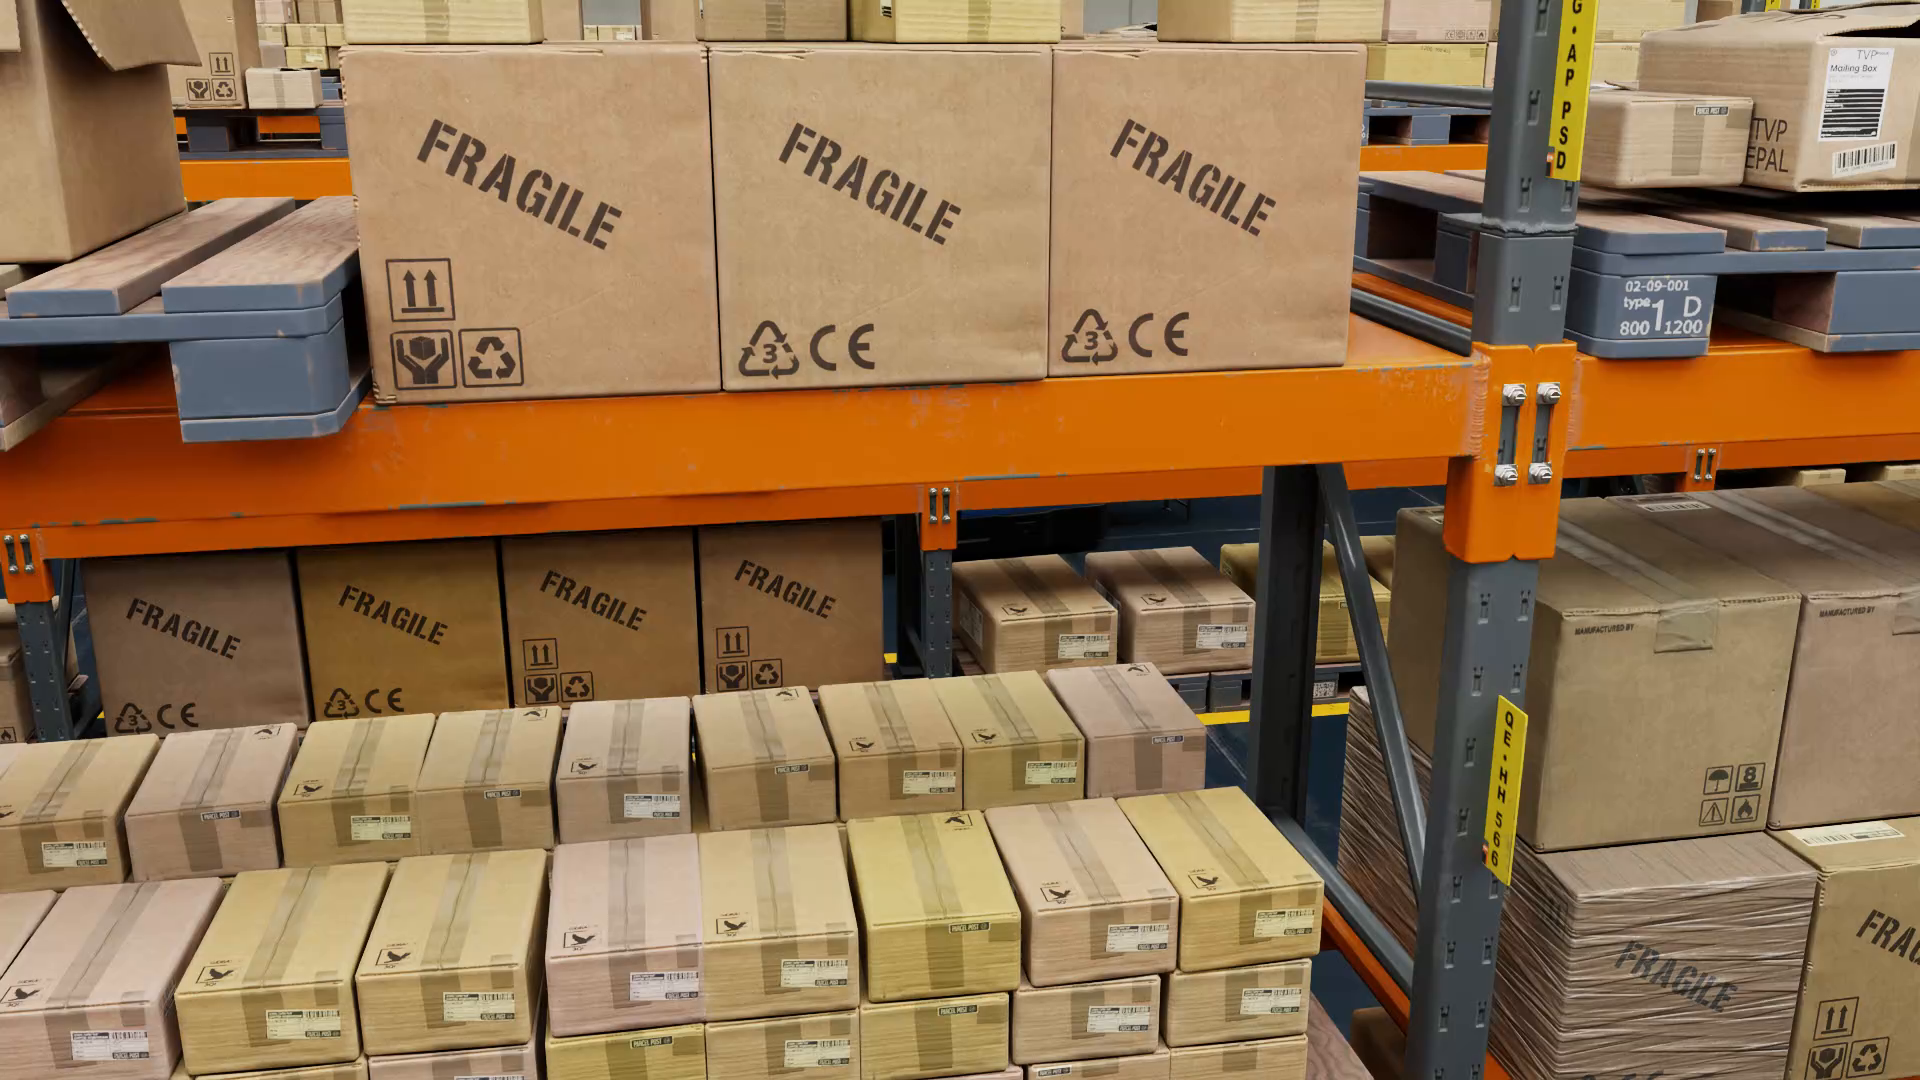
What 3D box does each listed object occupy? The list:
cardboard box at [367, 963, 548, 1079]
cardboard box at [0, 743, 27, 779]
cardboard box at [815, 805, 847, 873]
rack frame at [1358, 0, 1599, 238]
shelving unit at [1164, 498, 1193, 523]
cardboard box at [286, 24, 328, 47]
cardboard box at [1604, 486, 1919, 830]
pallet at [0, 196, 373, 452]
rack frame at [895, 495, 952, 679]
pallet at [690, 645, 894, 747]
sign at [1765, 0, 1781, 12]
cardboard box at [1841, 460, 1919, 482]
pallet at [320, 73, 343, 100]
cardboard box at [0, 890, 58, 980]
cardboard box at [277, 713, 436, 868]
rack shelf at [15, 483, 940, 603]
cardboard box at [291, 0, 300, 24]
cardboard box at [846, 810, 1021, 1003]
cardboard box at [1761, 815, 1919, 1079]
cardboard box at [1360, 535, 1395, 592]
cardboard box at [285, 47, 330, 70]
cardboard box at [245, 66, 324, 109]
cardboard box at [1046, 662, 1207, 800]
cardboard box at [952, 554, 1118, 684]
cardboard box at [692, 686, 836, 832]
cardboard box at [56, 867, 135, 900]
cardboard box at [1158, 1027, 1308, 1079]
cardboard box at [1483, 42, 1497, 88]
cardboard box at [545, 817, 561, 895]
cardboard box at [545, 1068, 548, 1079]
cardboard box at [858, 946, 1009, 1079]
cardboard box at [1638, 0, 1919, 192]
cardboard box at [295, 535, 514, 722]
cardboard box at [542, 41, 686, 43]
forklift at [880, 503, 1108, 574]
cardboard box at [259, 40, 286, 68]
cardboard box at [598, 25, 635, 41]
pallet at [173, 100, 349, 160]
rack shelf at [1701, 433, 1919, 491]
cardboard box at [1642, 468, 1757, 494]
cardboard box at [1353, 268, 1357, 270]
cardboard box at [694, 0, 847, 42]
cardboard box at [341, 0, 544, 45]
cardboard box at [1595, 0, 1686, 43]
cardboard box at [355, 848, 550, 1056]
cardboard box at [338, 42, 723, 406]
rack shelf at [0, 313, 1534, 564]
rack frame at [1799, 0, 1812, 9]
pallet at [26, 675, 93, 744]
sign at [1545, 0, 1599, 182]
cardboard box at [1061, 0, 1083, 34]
[{"bbox_3d":[-0.820,0.809,2.774,0.250,0.149,0.380,-3,17,-9],"label":"cardboard box"},{"bbox_3d":[-1.950,0.536,3.156,0.250,0.149,0.380,-3,17,-11],"label":"cardboard box"},{"bbox_3d":[-0.195,0.579,3.525,0.250,0.149,0.380,-4,17,-12],"label":"cardboard box"},{"bbox_3d":[0.845,-2.067,2.714,0.127,3.000,1.000,-3,17,-10],"label":"rack frame"},{"bbox_3d":[1.210,-0.858,11.552,0.755,1.500,0.431,-6,18,-18],"label":"shelving unit"},{"bbox_3d":[-4.441,-3.458,11.390,0.250,0.149,0.380,-3,17,-10],"label":"cardboard box"},{"bbox_3d":[1.784,0.225,3.599,0.500,0.500,0.700,-3,17,-11],"label":"cardboard box"},{"bbox_3d":[-1.438,-0.383,2.660,1.003,0.211,1.213,-3,17,-10],"label":"pallet"},{"bbox_3d":[-0.193,-0.620,8.223,0.127,3.000,1.000,-3,17,-10],"label":"rack frame"},{"bbox_3d":[-0.982,0.735,8.560,1.213,0.211,1.003,-3,17,-10],"label":"pallet"},{"bbox_3d":[3.843,-2.553,7.854,0.005,0.325,0.100,-3,17,-10],"label":"sign"},{"bbox_3d":[5.003,-0.372,9.000,0.250,0.149,0.380,-3,17,-8],"label":"cardboard box"},{"bbox_3d":[-4.412,-3.188,11.795,1.003,0.211,1.213,-3,17,-10],"label":"pallet"},{"bbox_3d":[-1.587,0.711,2.588,0.250,0.149,0.380,-3,17,-11],"label":"cardboard box"},{"bbox_3d":[-1.181,0.492,3.300,0.250,0.149,0.380,-3,17,-11],"label":"cardboard box"},{"bbox_3d":[-2.157,-0.165,7.966,4.000,0.370,1.077,-3,17,-10],"label":"rack shelf"},{"bbox_3d":[-4.779,-3.768,11.691,0.258,0.266,0.396,-3,17,-11],"label":"cardboard box"},{"bbox_3d":[-0.054,0.623,2.873,0.250,0.149,0.380,-3,17,-9],"label":"cardboard box"},{"bbox_3d":[1.836,0.777,3.503,0.500,0.500,0.500,-3,17,-11],"label":"cardboard box"},{"bbox_3d":[2.514,0.283,9.041,0.625,0.372,0.950,-2,17,-7],"label":"cardboard box"},{"bbox_3d":[-4.437,-3.297,11.371,0.250,0.149,0.380,-3,17,-10],"label":"cardboard box"},{"bbox_3d":[-2.812,-1.890,6.931,0.250,0.166,0.380,-4,18,-14],"label":"cardboard box"},{"bbox_3d":[0.350,0.406,3.580,0.250,0.149,0.380,-3,17,-10],"label":"cardboard box"},{"bbox_3d":[0.363,0.406,8.640,0.625,0.372,0.950,-4,18,-14],"label":"cardboard box"},{"bbox_3d":[-0.411,0.449,3.442,0.250,0.149,0.380,-4,18,-13],"label":"cardboard box"},{"bbox_3d":[-1.703,0.663,3.250,0.250,0.149,0.380,-4,18,-13],"label":"cardboard box"},{"bbox_3d":[0.448,0.880,3.050,0.250,0.149,0.380,-3,17,-10],"label":"cardboard box"},{"bbox_3d":[2.690,-2.305,8.139,0.500,0.250,0.500,-3,17,-10],"label":"cardboard box"},{"bbox_3d":[-0.932,0.619,3.393,0.250,0.149,0.380,-3,17,-11],"label":"cardboard box"},{"bbox_3d":[-0.813,0.950,2.822,0.250,0.149,0.380,-3,17,-9],"label":"cardboard box"},{"bbox_3d":[-0.073,0.768,2.910,0.250,0.149,0.380,-3,17,-9],"label":"cardboard box"},{"bbox_3d":[1.597,-0.816,3.016,0.500,0.311,0.500,-3,17,-10],"label":"cardboard box"},{"bbox_3d":[-2.642,0.307,8.106,0.875,0.875,0.875,-3,17,-9],"label":"cardboard box"},{"bbox_3d":[-0.746,-0.666,3.093,0.500,0.500,0.500,-3,17,-10],"label":"cardboard box"},{"bbox_3d":[-0.588,-1.341,10.684,3.031,2.935,1.130,-6,18,-18],"label":"forklift"},{"bbox_3d":[-3.295,-2.099,7.365,0.500,0.311,0.500,-3,17,-10],"label":"cardboard box"},{"bbox_3d":[-2.447,-3.584,11.833,0.250,0.149,0.380,-4,17,-12],"label":"cardboard box"},{"bbox_3d":[-3.230,-1.805,7.298,1.217,0.209,0.805,-4,18,-13],"label":"pallet"},{"bbox_3d":[5.698,-0.611,9.416,4.000,0.370,1.077,-3,17,-10],"label":"rack shelf"},{"bbox_3d":[4.264,-0.198,9.539,0.500,0.500,0.500,-3,17,-11],"label":"cardboard box"},{"bbox_3d":[1.737,-1.207,8.741,0.500,0.500,0.500,-4,18,-13],"label":"cardboard box"},{"bbox_3d":[-0.354,-1.049,3.036,0.258,0.266,0.396,-3,17,-10],"label":"cardboard box"},{"bbox_3d":[-0.762,-0.872,2.458,0.258,0.266,0.396,-3,17,-10],"label":"cardboard box"},{"bbox_3d":[3.189,-2.576,8.170,0.500,0.250,0.500,-3,17,-9],"label":"cardboard box"},{"bbox_3d":[-0.819,0.667,2.732,0.250,0.149,0.380,-2,17,-8],"label":"cardboard box"},{"bbox_3d":[-0.648,-0.517,2.608,0.500,0.500,0.500,-3,17,-10],"label":"cardboard box"},{"bbox_3d":[-1.119,-0.178,2.898,4.000,0.370,1.077,-3,17,-10],"label":"rack shelf"},{"bbox_3d":[6.716,-5.364,13.451,0.127,3.000,1.000,-3,17,-10],"label":"rack frame"},{"bbox_3d":[-4.882,0.955,7.842,1.213,0.211,1.003,-3,17,-10],"label":"pallet"},{"bbox_3d":[0.946,-0.724,2.569,0.005,0.325,0.100,-3,17,-10],"label":"sign"},{"bbox_3d":[0.618,-3.808,12.437,0.500,0.500,0.500,-3,17,-9],"label":"cardboard box"}]
